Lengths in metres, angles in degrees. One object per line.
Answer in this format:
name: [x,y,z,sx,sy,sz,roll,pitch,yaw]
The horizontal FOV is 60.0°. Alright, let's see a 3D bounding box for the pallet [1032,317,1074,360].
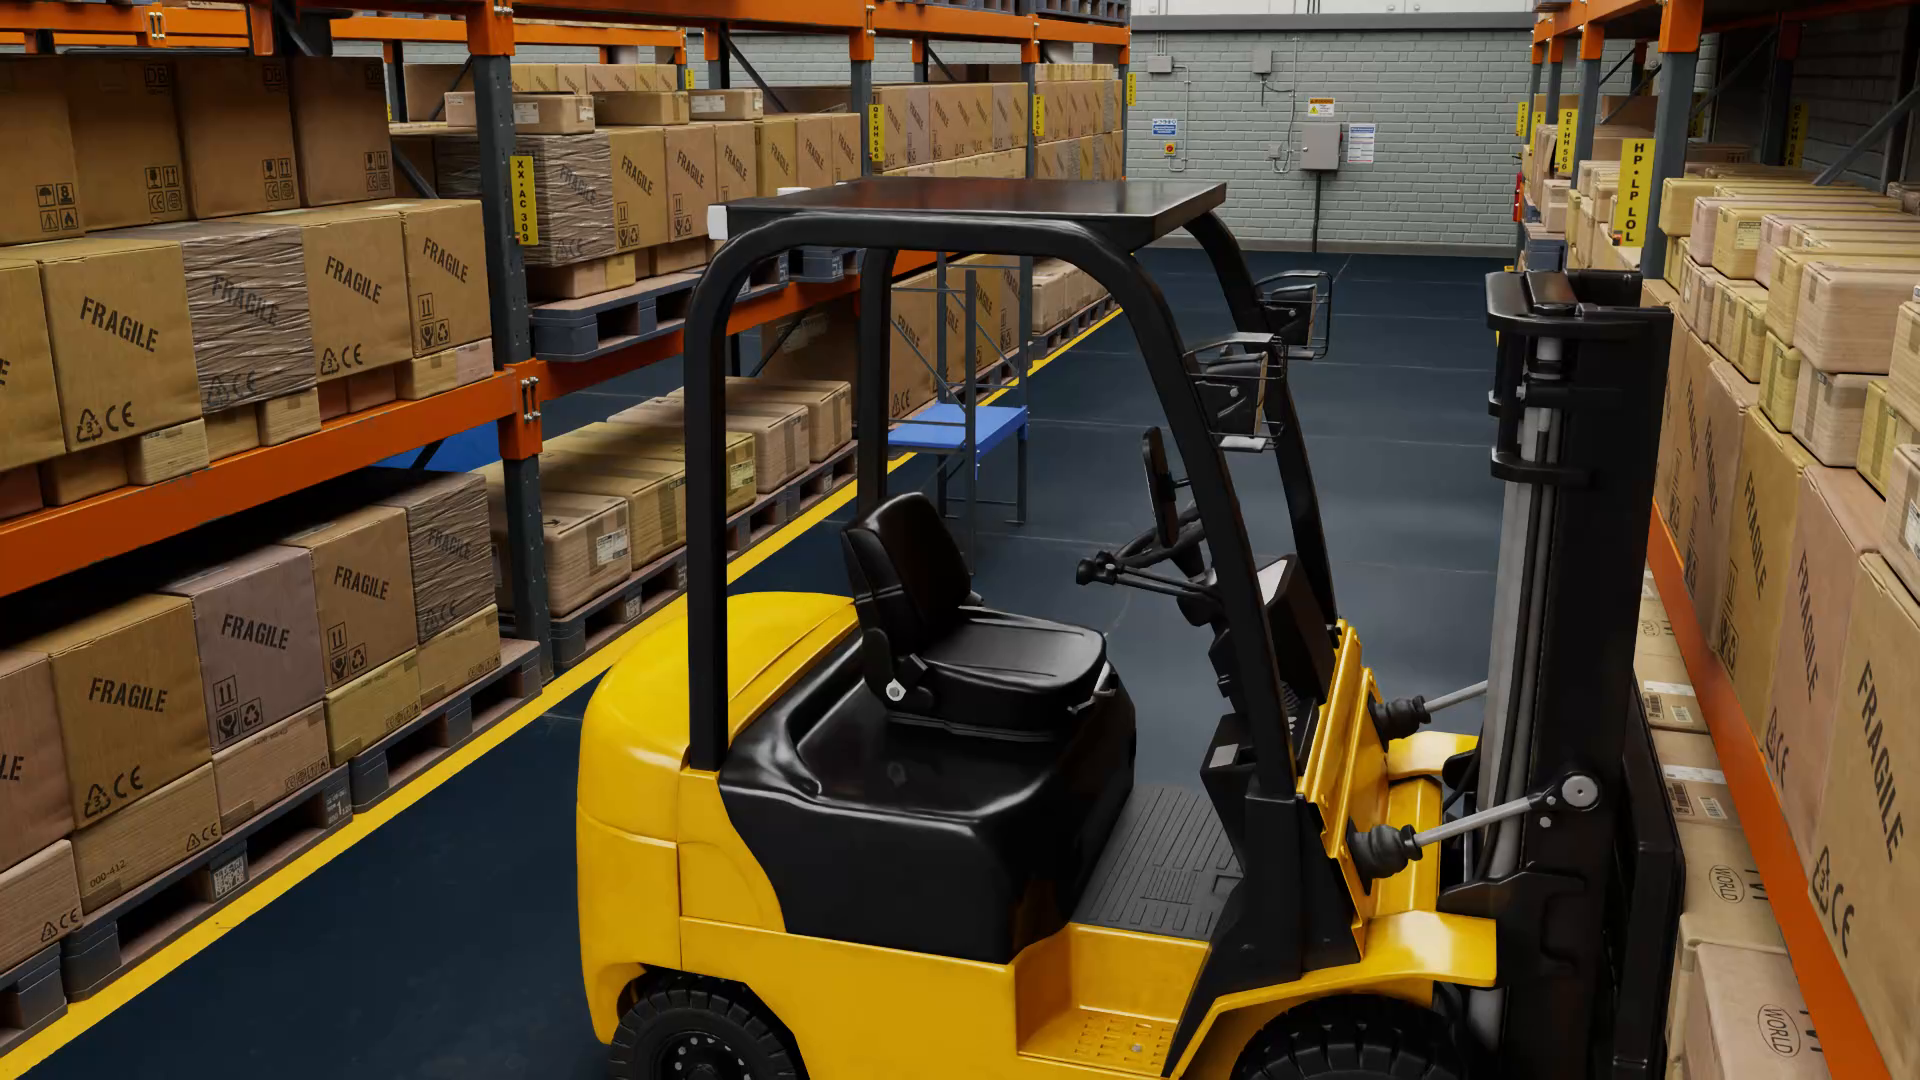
pallet: [0.407,-1.839,14.925,1.003,0.211,1.213,5,16,16]

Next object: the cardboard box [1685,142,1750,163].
cardboard box: [4.035,-1.929,9.182,0.500,0.500,0.500,5,17,18]

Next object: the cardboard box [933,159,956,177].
cardboard box: [-0.339,-2.487,11.459,0.500,0.250,0.500,5,16,16]

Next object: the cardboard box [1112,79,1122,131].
cardboard box: [1.344,-4.418,16.894,0.500,0.500,0.500,5,17,18]

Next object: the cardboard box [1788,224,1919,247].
cardboard box: [1.884,-0.543,3.331,0.380,0.149,0.250,5,16,16]

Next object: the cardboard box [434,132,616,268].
cardboard box: [-1.749,-1.388,6.728,0.500,0.500,0.500,5,17,17]

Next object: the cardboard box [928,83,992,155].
cardboard box: [-0.073,-3.113,12.292,0.500,0.500,0.500,5,17,18]

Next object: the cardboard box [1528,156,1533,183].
cardboard box: [5.217,-3.223,14.424,0.500,0.250,0.500,4,16,14]

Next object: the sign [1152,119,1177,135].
sign: [2.804,-5.661,22.794,0.327,0.218,0.001,5,16,16]

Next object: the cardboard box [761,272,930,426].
cardboard box: [-0.745,-1.295,11.022,0.875,0.875,0.875,4,16,15]

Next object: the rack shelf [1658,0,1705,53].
rack shelf: [2.034,-1.084,2.976,1.077,0.370,4.000,5,16,16]

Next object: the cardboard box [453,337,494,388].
cardboard box: [-1.957,-0.666,6.140,0.380,0.149,0.250,4,16,15]

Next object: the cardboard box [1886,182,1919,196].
cardboard box: [2.801,-0.907,4.612,0.380,0.149,0.250,5,16,16]

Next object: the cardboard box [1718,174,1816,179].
cardboard box: [3.590,-1.544,7.404,0.380,0.149,0.250,5,16,16]

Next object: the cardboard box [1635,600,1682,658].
cardboard box: [2.009,0.365,4.484,0.500,0.250,0.500,5,16,16]

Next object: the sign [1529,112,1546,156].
sign: [4.354,-3.060,12.534,0.100,0.325,0.005,5,16,16]

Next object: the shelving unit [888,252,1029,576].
shelving unit: [-0.024,-0.699,8.546,0.538,1.500,1.048,5,16,16]

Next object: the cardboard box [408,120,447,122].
cardboard box: [-4.792,-3.684,15.593,0.500,0.500,0.500,5,16,16]

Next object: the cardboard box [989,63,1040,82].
cardboard box: [0.454,-3.891,13.846,0.380,0.149,0.250,4,16,15]

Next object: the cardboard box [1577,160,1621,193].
cardboard box: [3.366,-1.856,8.505,0.380,0.149,0.250,5,17,18]

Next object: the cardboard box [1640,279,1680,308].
cardboard box: [2.226,-0.463,4.780,0.500,0.500,0.500,4,16,14]

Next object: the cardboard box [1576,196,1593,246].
cardboard box: [3.235,-1.497,7.969,0.500,0.250,0.500,5,17,18]

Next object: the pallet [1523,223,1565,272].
pallet: [3.865,-1.647,9.492,1.213,0.211,1.003,5,16,16]

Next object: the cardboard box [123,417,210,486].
cardboard box: [-2.382,-0.265,4.727,0.380,0.149,0.250,5,17,16]

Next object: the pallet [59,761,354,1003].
pallet: [-2.659,0.946,5.108,1.003,0.211,1.213,5,16,16]

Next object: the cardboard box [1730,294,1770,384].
cardboard box: [1.801,-0.404,3.386,0.380,0.149,0.250,4,16,15]

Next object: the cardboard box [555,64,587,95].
cardboard box: [-3.991,-4.382,16.222,0.500,0.500,0.500,5,17,17]

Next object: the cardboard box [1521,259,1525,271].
cardboard box: [5.468,-2.276,15.168,0.700,0.500,0.500,5,17,18]

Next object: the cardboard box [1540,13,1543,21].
cardboard box: [5.170,-4.513,14.207,0.380,0.149,0.250,5,16,16]

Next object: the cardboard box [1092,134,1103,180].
cardboard box: [1.075,-3.670,16.087,0.500,0.500,0.500,5,17,17]

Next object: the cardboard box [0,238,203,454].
cardboard box: [-2.469,-0.544,4.523,0.500,0.500,0.500,4,16,15]

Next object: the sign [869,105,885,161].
sign: [-0.498,-2.420,9.888,0.100,0.325,0.005,5,16,16]

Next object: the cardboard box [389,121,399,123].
cardboard box: [-5.212,-3.645,14.782,0.380,0.149,0.250,6,17,19]

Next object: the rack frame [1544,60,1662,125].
rack frame: [4.876,-2.603,12.511,1.000,3.000,0.127,5,16,16]

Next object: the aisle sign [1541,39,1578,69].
aisle sign: [5.750,-4.941,15.989,0.394,0.787,0.004,5,16,16]

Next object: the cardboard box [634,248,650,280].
cardboard box: [-1.611,-1.240,7.396,0.380,0.149,0.250,6,17,19]

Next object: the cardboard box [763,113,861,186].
cardboard box: [-0.884,-2.193,9.568,0.500,0.500,0.500,4,16,14]

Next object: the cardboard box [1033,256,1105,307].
cardboard box: [0.909,-2.583,16.363,0.875,0.438,0.875,5,17,17]

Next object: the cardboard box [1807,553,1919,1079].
cardboard box: [1.354,0.339,1.954,0.500,0.500,0.500,4,16,15]

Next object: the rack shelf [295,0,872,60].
rack shelf: [-1.589,-2.514,8.019,1.077,0.370,4.000,5,16,16]

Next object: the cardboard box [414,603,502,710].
cardboard box: [-2.068,0.402,6.184,0.500,0.250,0.500,5,17,18]

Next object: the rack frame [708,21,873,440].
rack frame: [-1.021,-1.941,10.175,1.000,3.000,0.127,5,16,16]

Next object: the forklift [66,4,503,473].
forklift: [-3.904,-1.454,8.584,3.031,2.935,1.130,-6,17,-22]

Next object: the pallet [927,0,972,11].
pallet: [-0.574,-3.758,11.432,1.003,0.211,1.213,5,17,18]

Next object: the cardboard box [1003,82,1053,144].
cardboard box: [0.483,-3.622,14.087,0.500,0.500,0.500,5,17,16]

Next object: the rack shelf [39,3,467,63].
rack shelf: [-5.227,-3.918,12.968,1.077,0.370,4.000,5,16,16]

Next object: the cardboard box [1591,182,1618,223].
cardboard box: [2.822,-1.389,6.858,0.380,0.149,0.250,4,16,14]

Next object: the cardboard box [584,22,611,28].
cardboard box: [-3.822,-5.219,16.511,0.500,0.250,0.500,5,17,18]

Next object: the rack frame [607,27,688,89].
rack frame: [-3.522,-4.391,18.814,1.000,3.000,0.127,5,16,16]

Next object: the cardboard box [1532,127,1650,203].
cardboard box: [4.377,-2.609,11.577,0.700,0.500,0.500,5,17,16]

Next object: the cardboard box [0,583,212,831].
cardboard box: [-2.499,0.449,4.646,0.500,0.500,0.500,5,17,17]

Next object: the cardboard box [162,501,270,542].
cardboard box: [-2.725,0.140,5.733,0.500,0.500,0.500,5,17,18]

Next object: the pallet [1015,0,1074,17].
pallet: [0.358,-4.601,14.219,1.003,0.211,1.213,5,16,16]

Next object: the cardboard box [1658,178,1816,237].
cardboard box: [2.227,-0.953,4.776,0.380,0.149,0.250,5,17,17]

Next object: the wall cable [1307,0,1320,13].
wall cable: [5.979,-8.163,21.049,2.988,3.039,0.133,5,16,16]

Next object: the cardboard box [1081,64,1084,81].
cardboard box: [0.940,-4.360,15.500,0.380,0.149,0.250,5,17,18]
